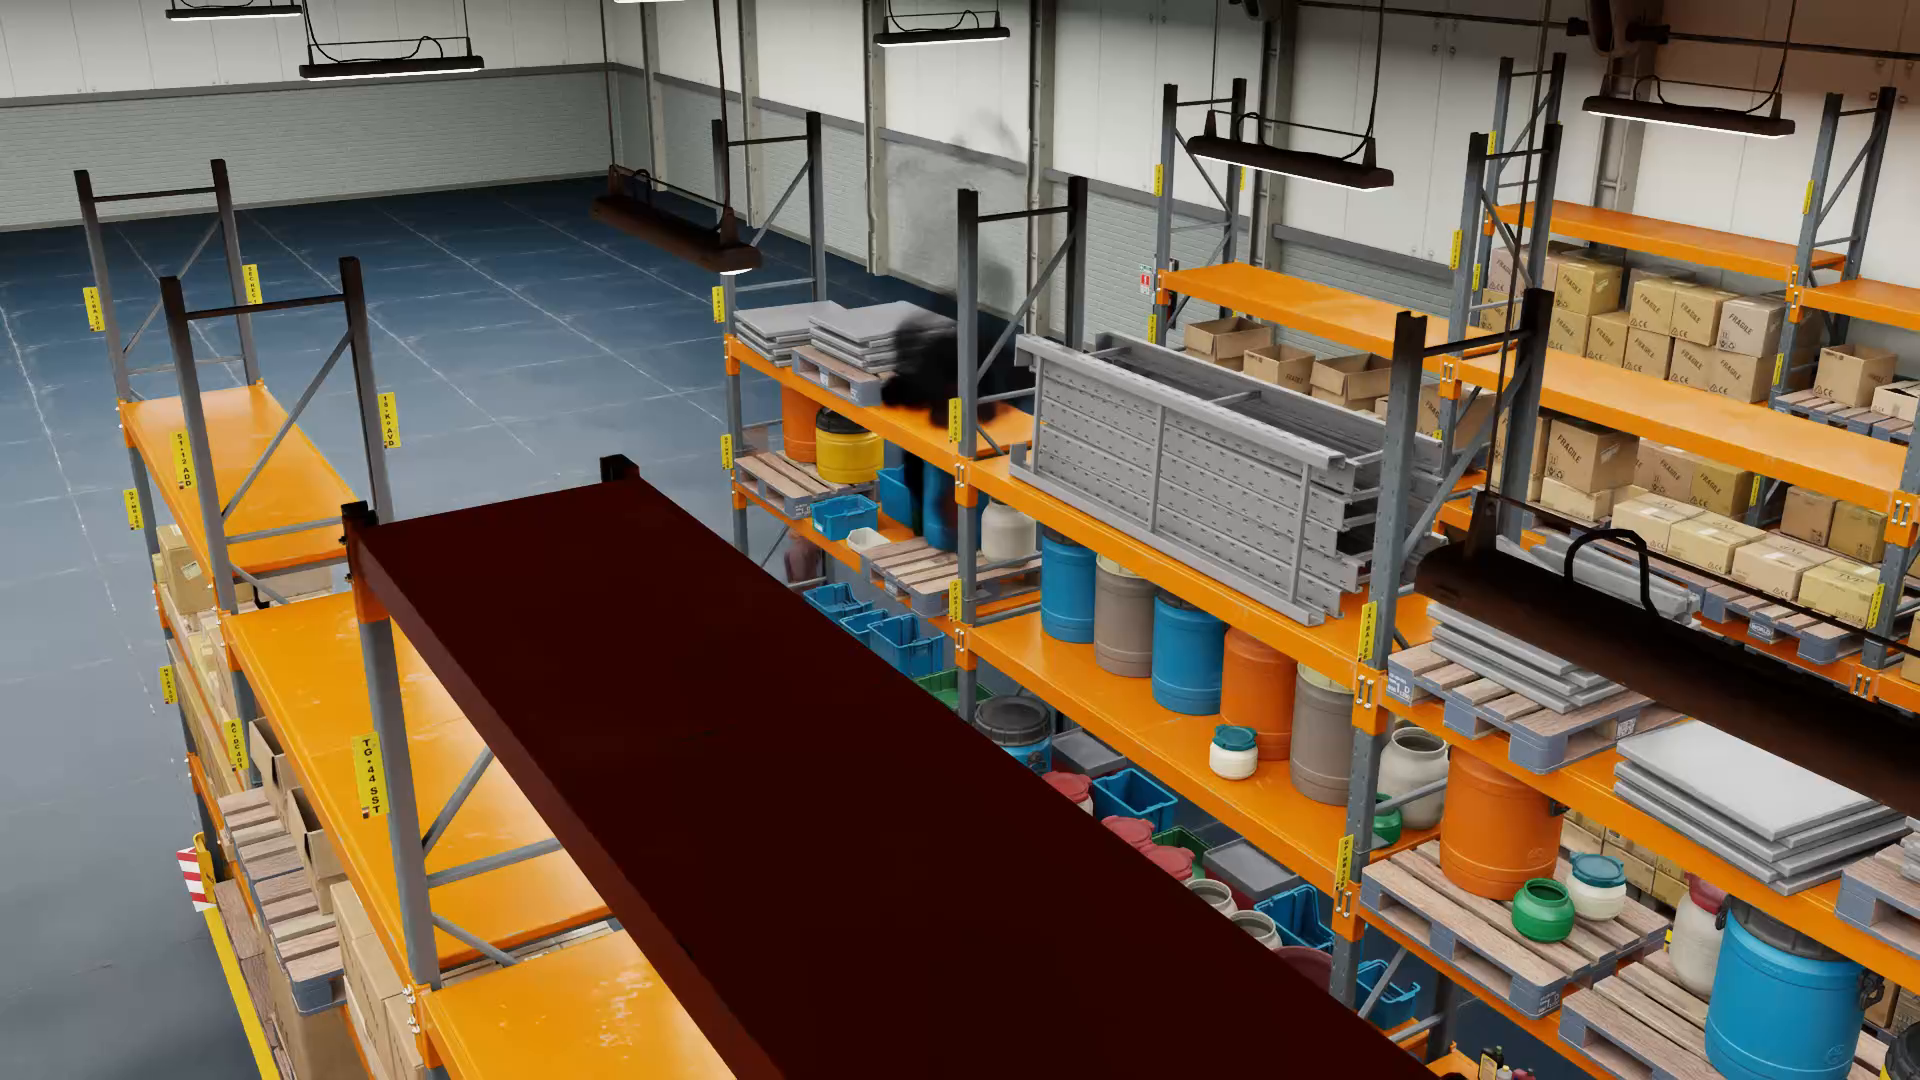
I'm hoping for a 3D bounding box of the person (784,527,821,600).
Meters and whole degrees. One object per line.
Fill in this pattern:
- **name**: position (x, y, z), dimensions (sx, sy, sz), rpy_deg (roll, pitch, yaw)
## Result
- **person**: position (-1.644, 0.559, 17.667), dimensions (0.818, 1.734, 0.769), rpy_deg (6, 23, 15)
